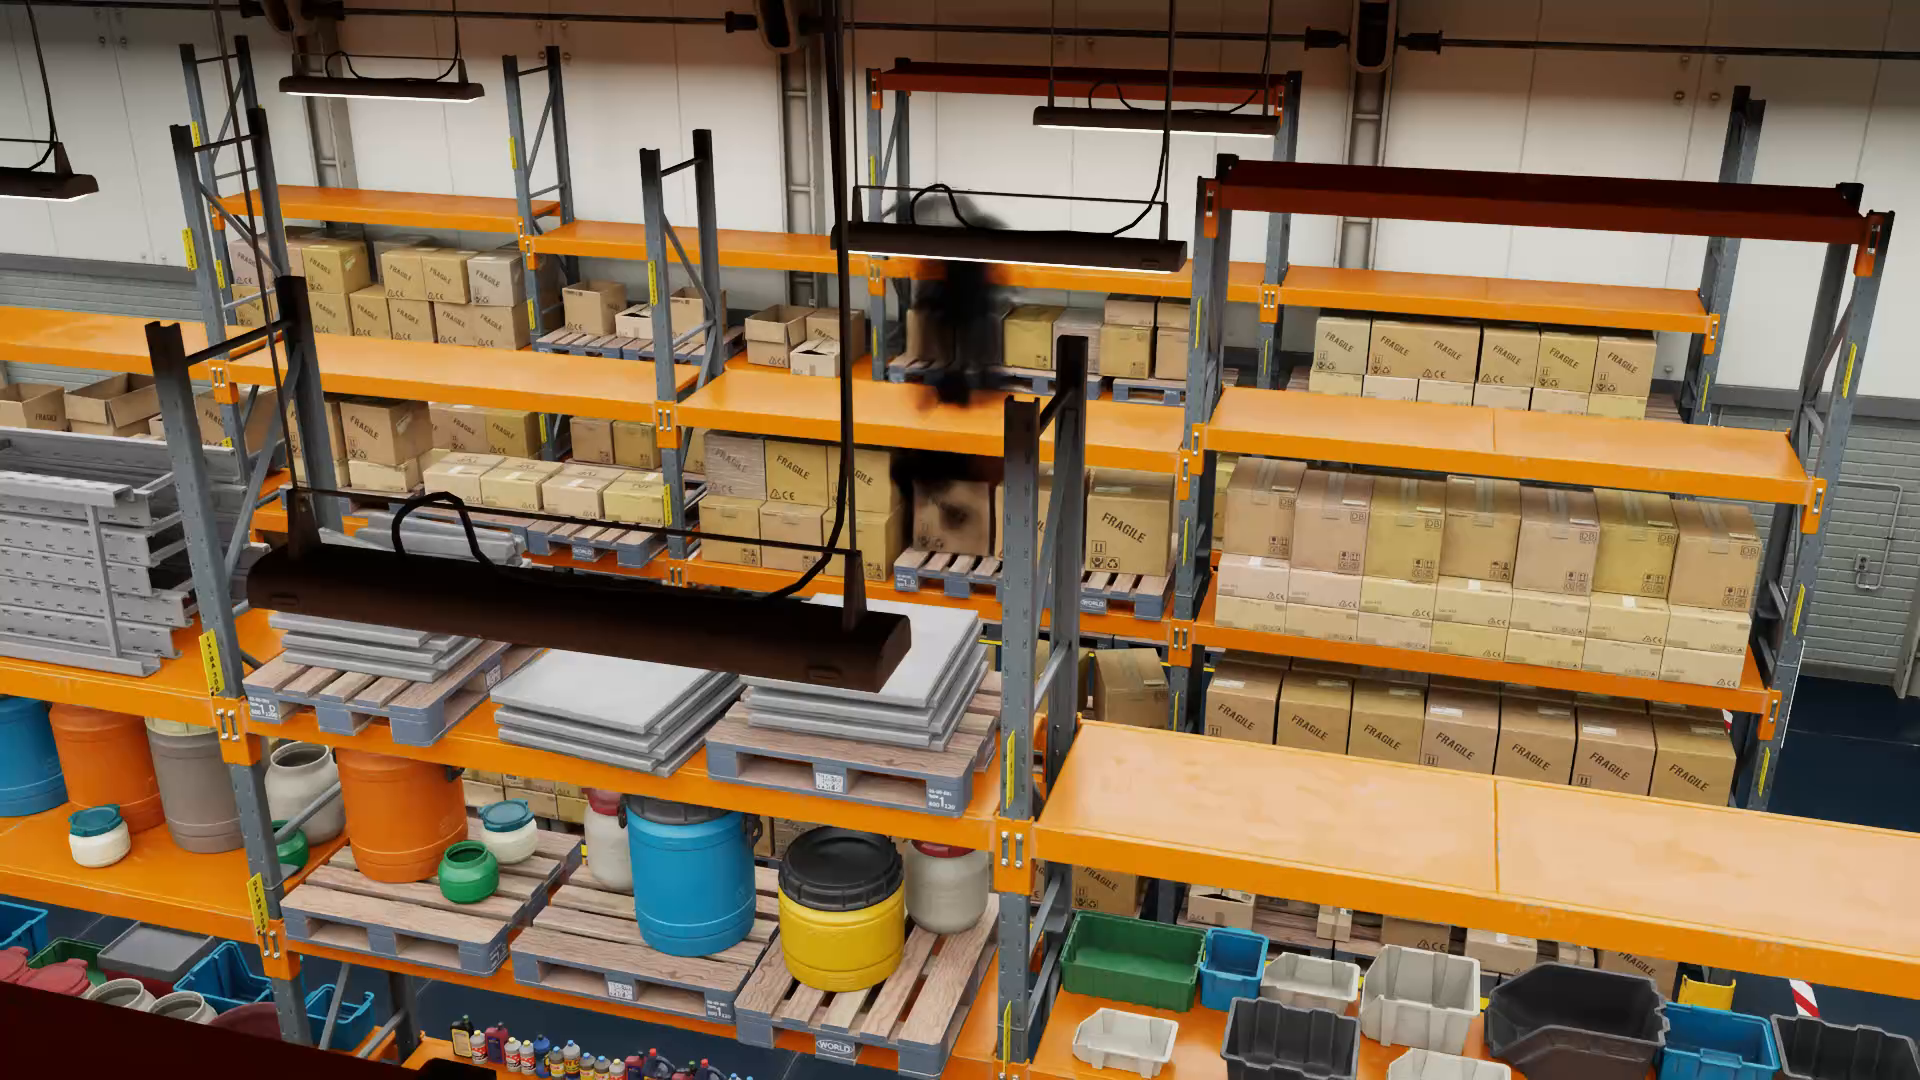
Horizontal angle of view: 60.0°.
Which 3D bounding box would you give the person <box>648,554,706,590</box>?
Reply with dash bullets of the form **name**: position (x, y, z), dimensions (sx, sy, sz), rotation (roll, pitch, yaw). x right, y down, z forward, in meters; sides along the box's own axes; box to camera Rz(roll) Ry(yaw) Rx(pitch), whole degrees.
- **person**: position (-2.769, 0.716, 16.758), dimensions (0.869, 1.806, 0.670), rotation (1, 23, 2)
